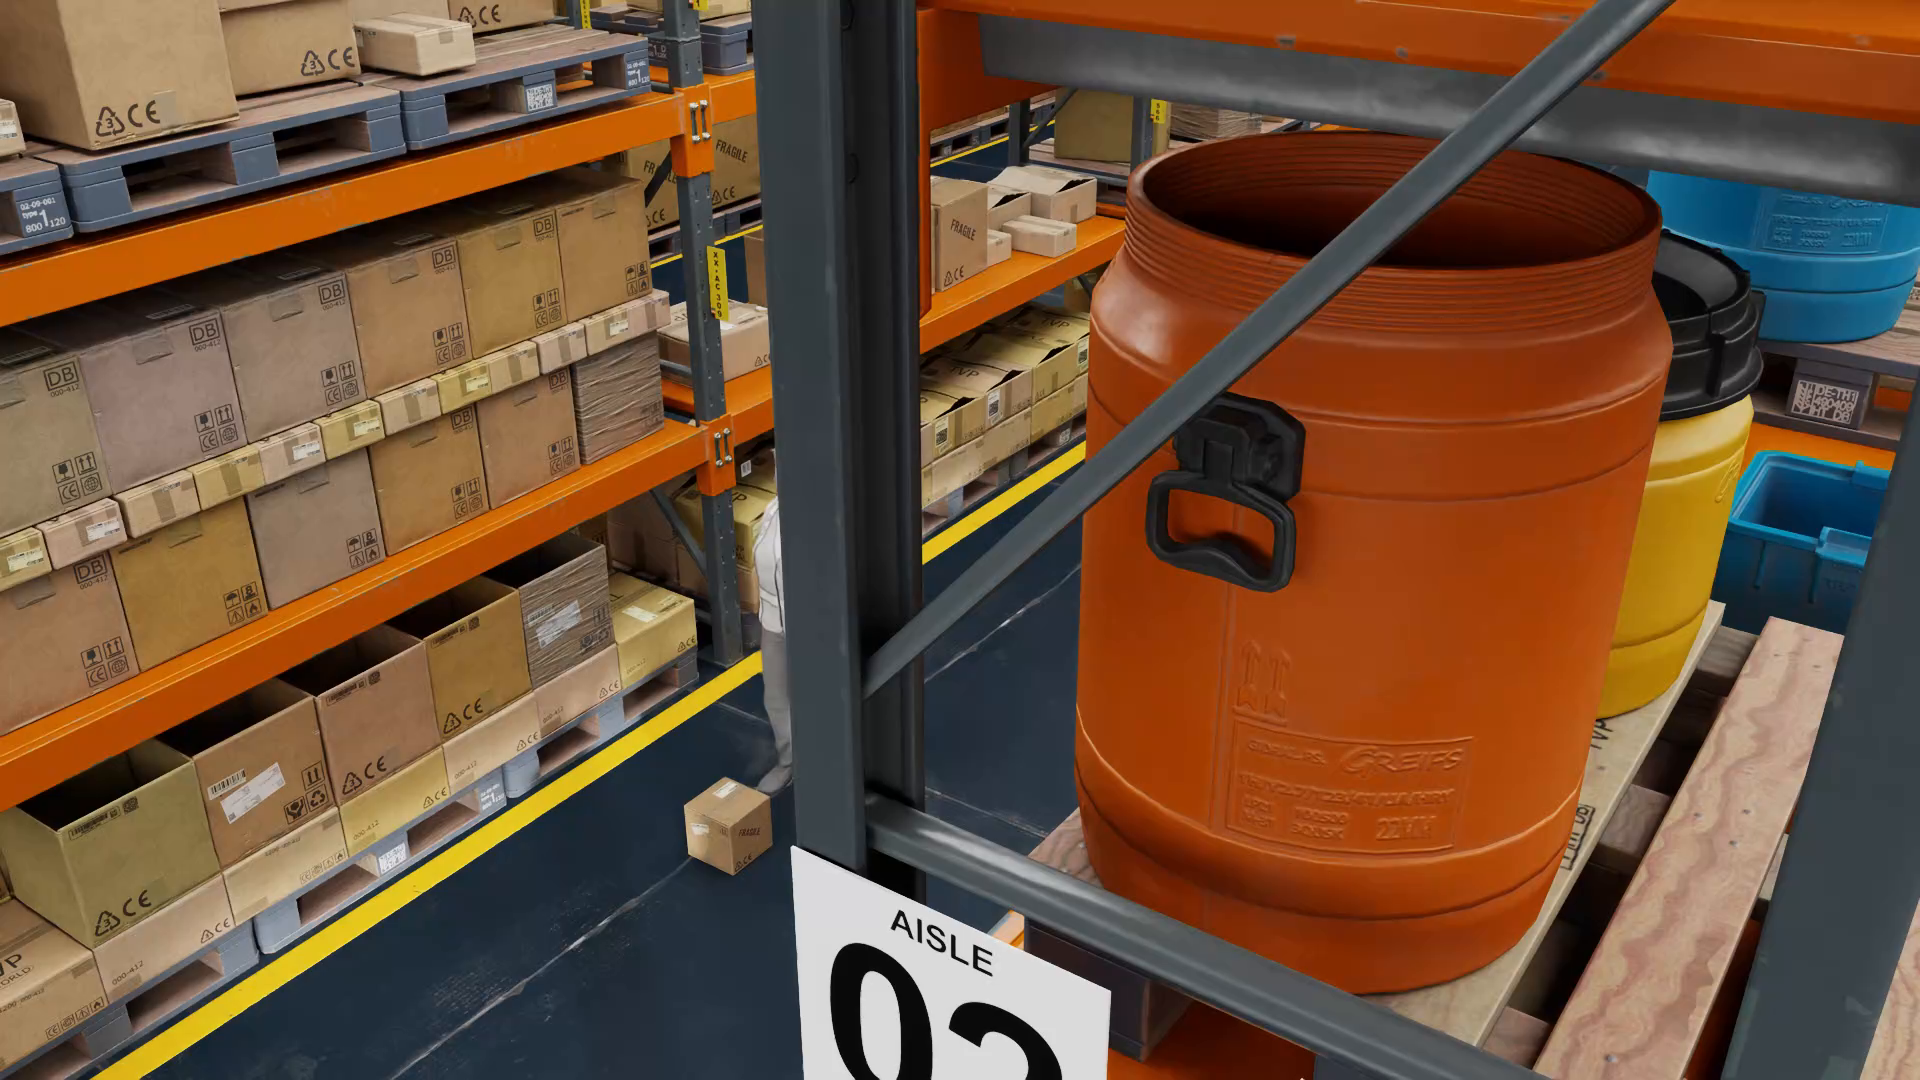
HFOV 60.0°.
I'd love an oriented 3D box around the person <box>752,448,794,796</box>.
[{"bbox_3d":[-0.652,0.378,6.887,0.475,1.696,0.340,18,32,31],"label":"person"}]
